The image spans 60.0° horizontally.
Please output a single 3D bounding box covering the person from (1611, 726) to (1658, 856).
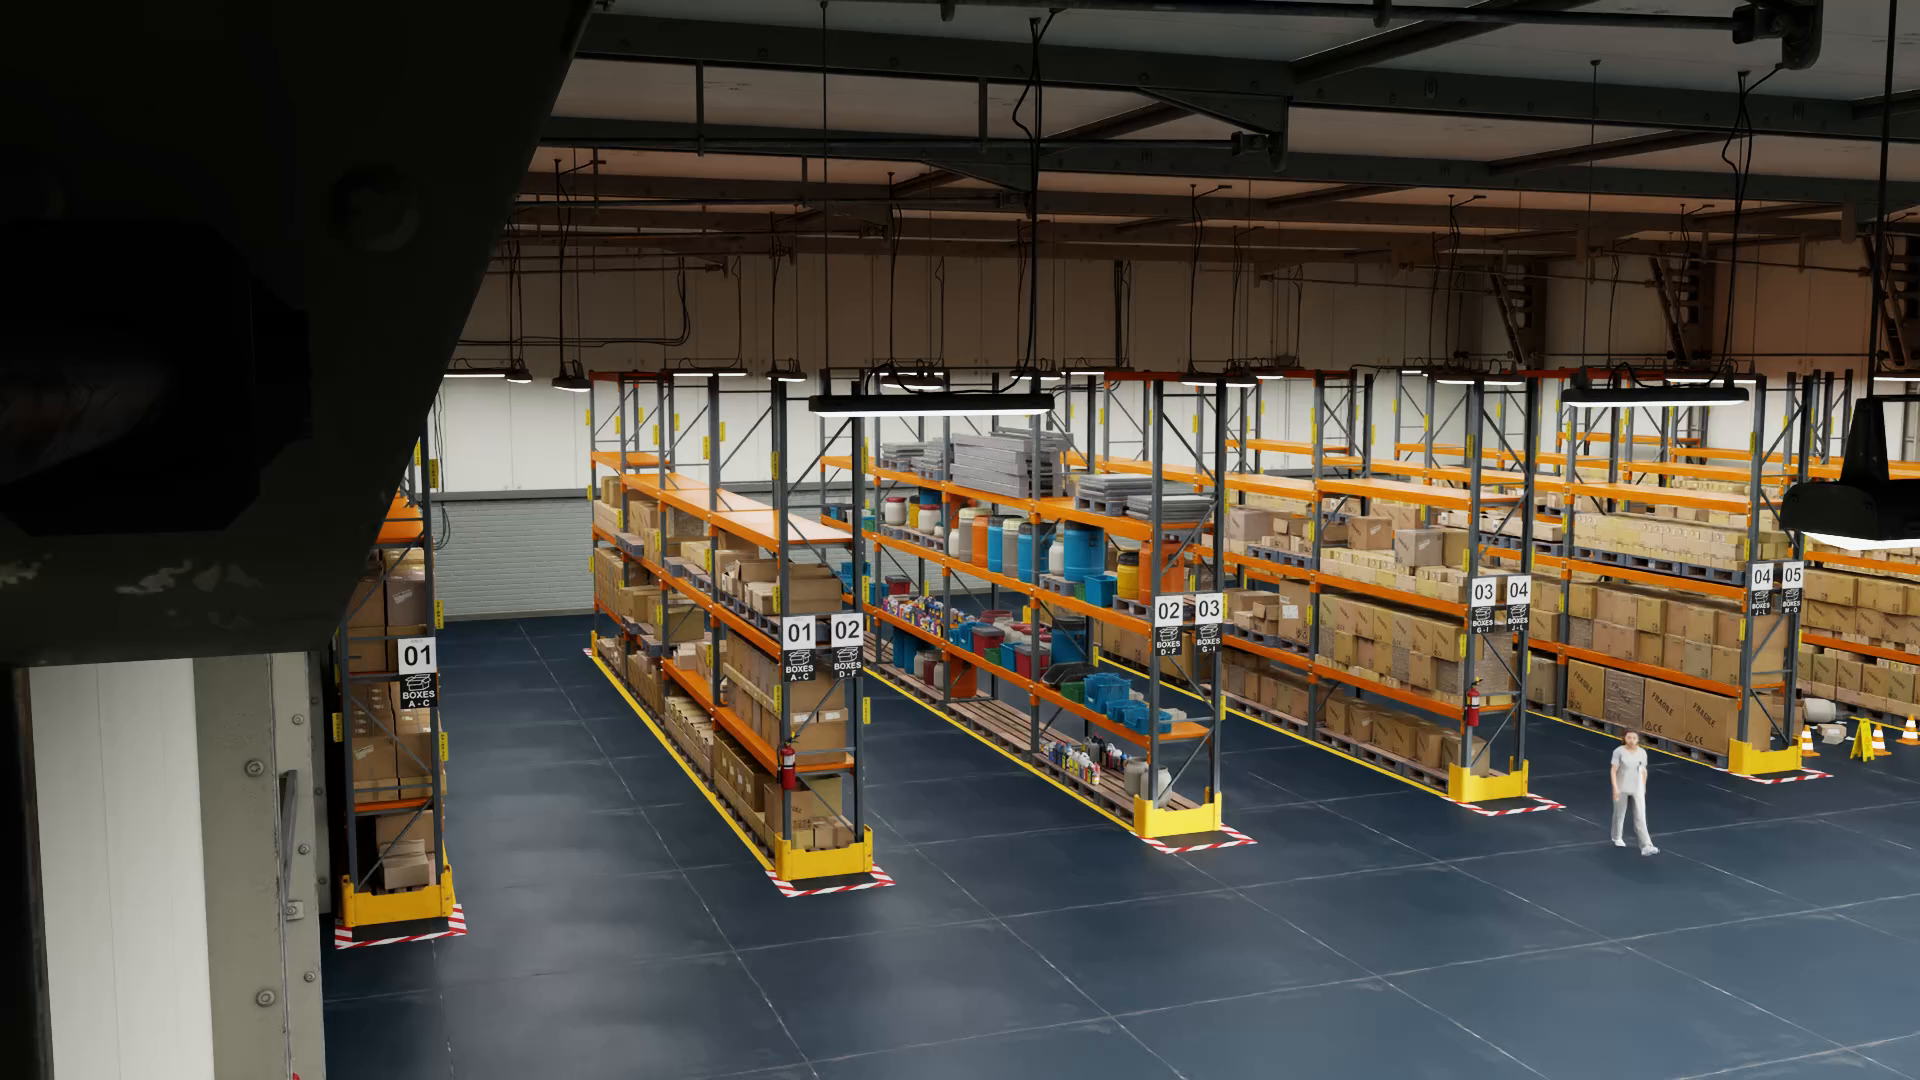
[{"bbox_3d":[8.481,3.168,21.007,0.493,1.611,1.052,1,6,11],"label":"person"}]

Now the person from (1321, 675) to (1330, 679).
[{"bbox_3d":[7.140,1.832,32.606,0.649,1.745,0.582,-1,6,-9],"label":"person"}]
